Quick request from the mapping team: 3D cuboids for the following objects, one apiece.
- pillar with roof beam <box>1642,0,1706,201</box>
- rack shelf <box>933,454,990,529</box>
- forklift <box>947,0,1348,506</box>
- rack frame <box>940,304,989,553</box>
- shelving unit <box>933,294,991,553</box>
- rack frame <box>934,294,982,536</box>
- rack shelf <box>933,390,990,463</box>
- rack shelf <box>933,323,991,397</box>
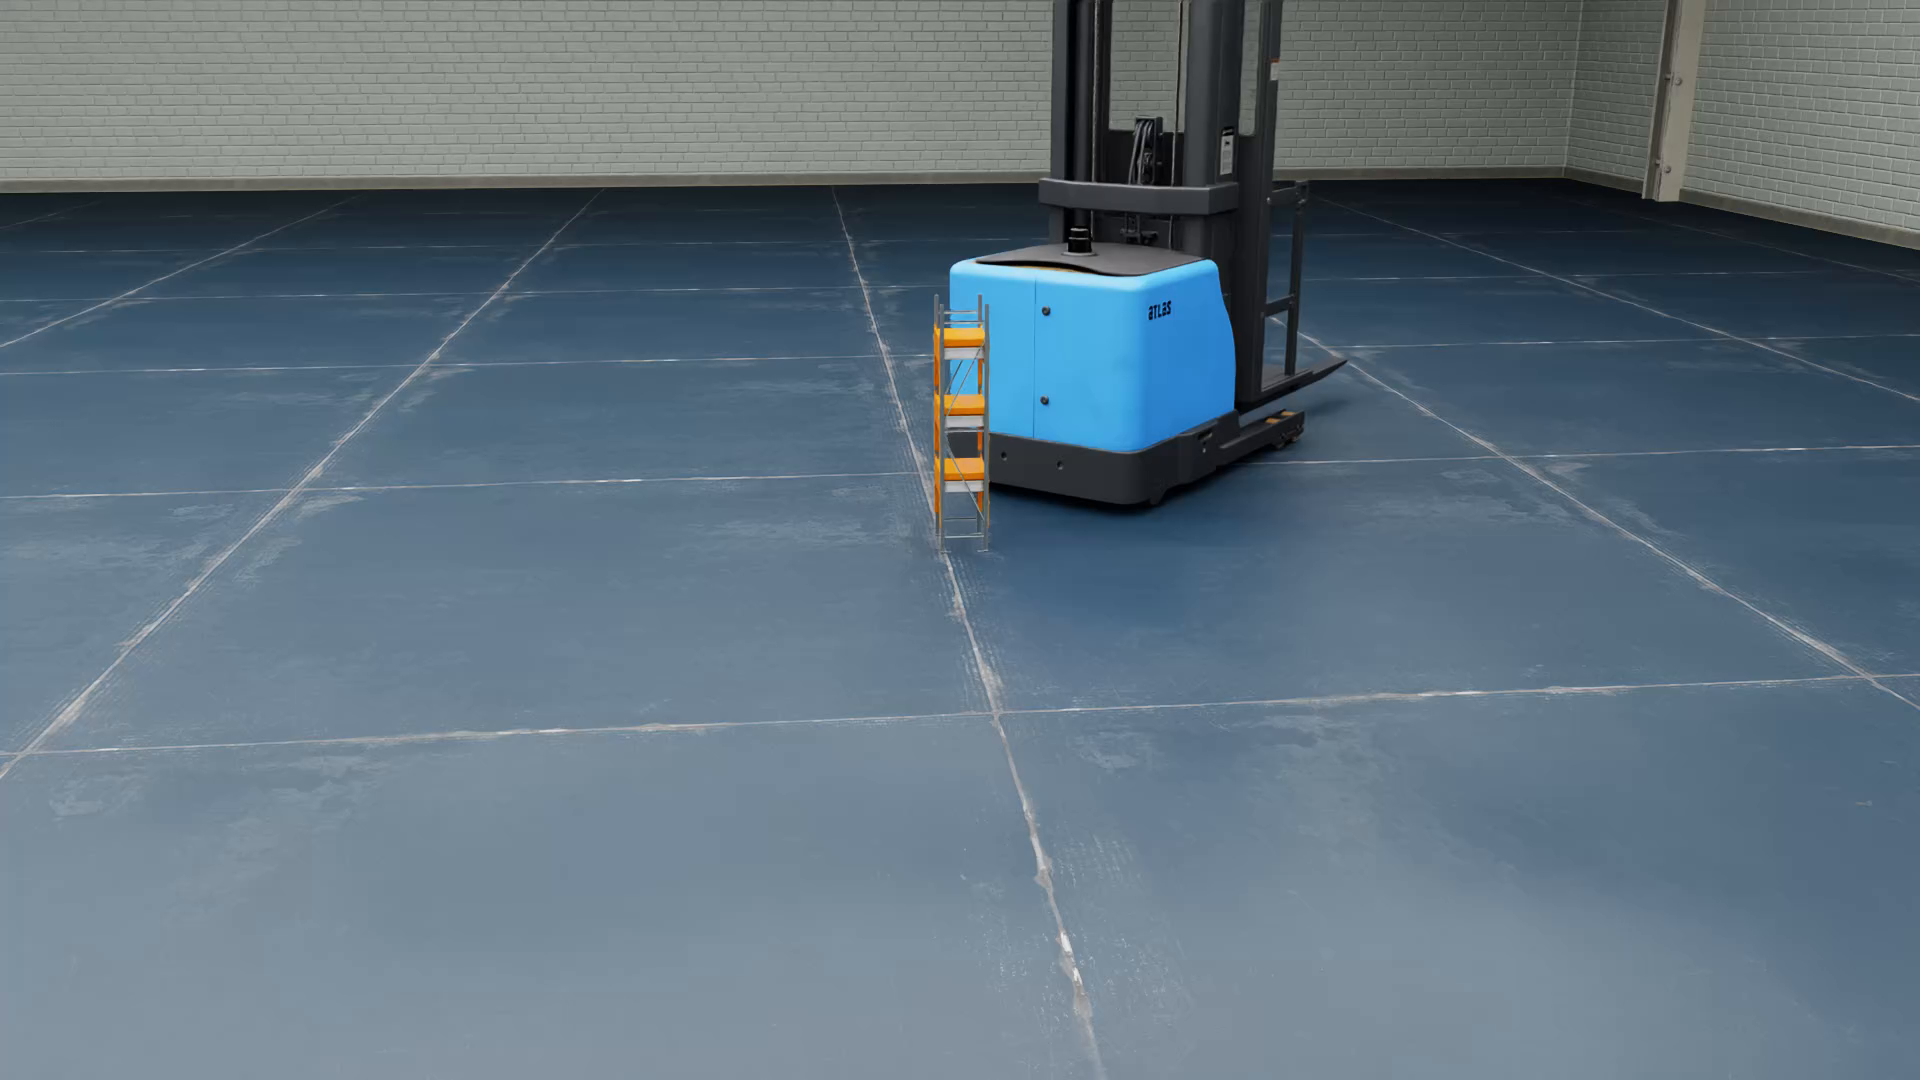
[{"bbox_3d":[4.415,-8.383,18.857,9.100,9.000,0.400,-2,18,-6],"label":"pillar with roof beam"},{"bbox_3d":[0.006,-0.210,7.055,0.215,0.259,0.240,-2,18,-6],"label":"rack shelf"},{"bbox_3d":[1.176,-1.939,8.462,1.130,2.935,3.031,11,21,32],"label":"forklift"},{"bbox_3d":[0.018,-0.449,6.853,0.200,1.050,0.008,-2,18,-6],"label":"rack frame"},{"bbox_3d":[0.006,-0.485,6.969,0.215,1.050,0.252,-2,18,-6],"label":"shelving unit"},{"bbox_3d":[-0.007,-0.521,7.085,0.200,1.050,0.008,-2,18,-6],"label":"rack frame"},{"bbox_3d":[0.006,-0.475,6.972,0.215,0.259,0.240,-2,18,-6],"label":"rack shelf"},{"bbox_3d":[0.005,-0.746,6.887,0.215,0.259,0.240,-2,18,-6],"label":"rack shelf"}]
